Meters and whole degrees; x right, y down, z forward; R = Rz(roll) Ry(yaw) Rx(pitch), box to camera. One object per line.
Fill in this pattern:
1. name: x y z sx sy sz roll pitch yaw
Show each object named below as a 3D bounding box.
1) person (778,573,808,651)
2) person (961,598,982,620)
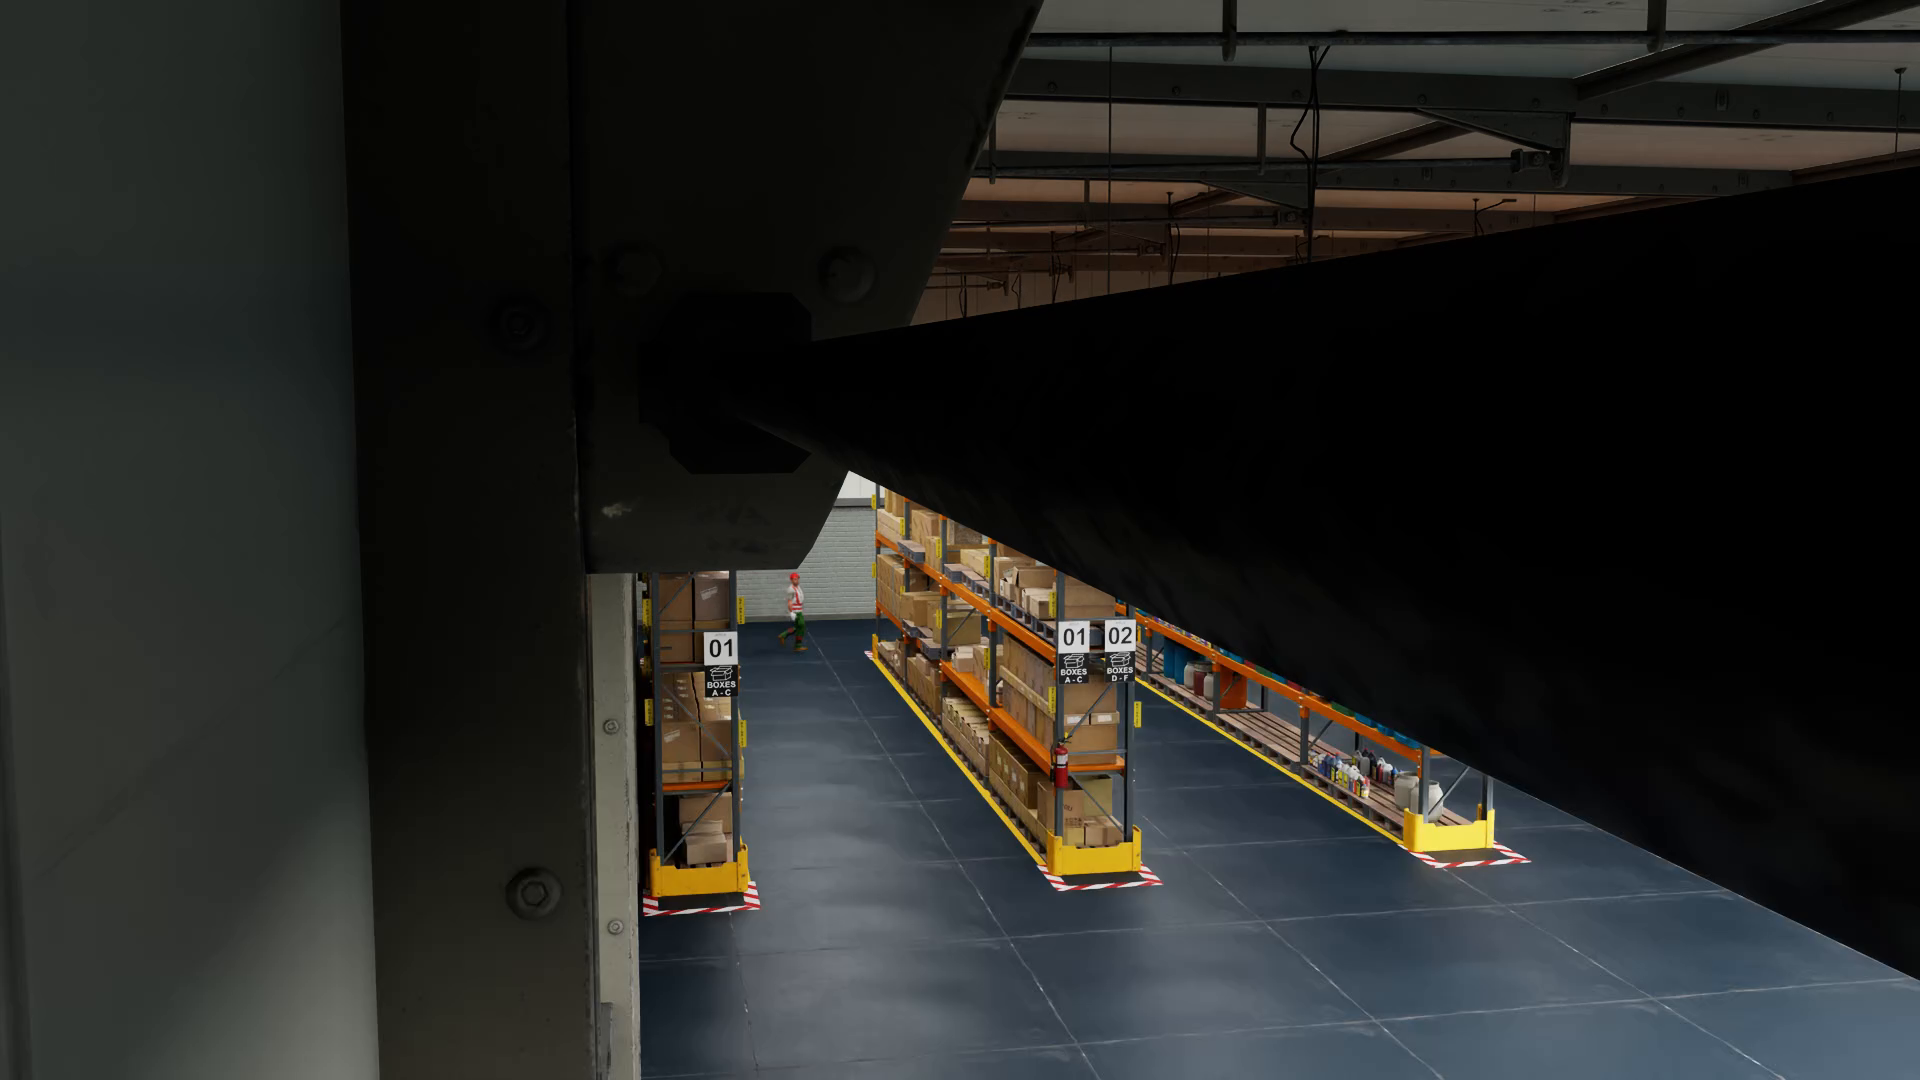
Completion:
1. person: -3.750 1.613 37.253 0.655 1.758 0.577 -1 6 -12
2. person: 0.245 1.654 37.547 0.458 1.642 0.951 -2 6 -16
